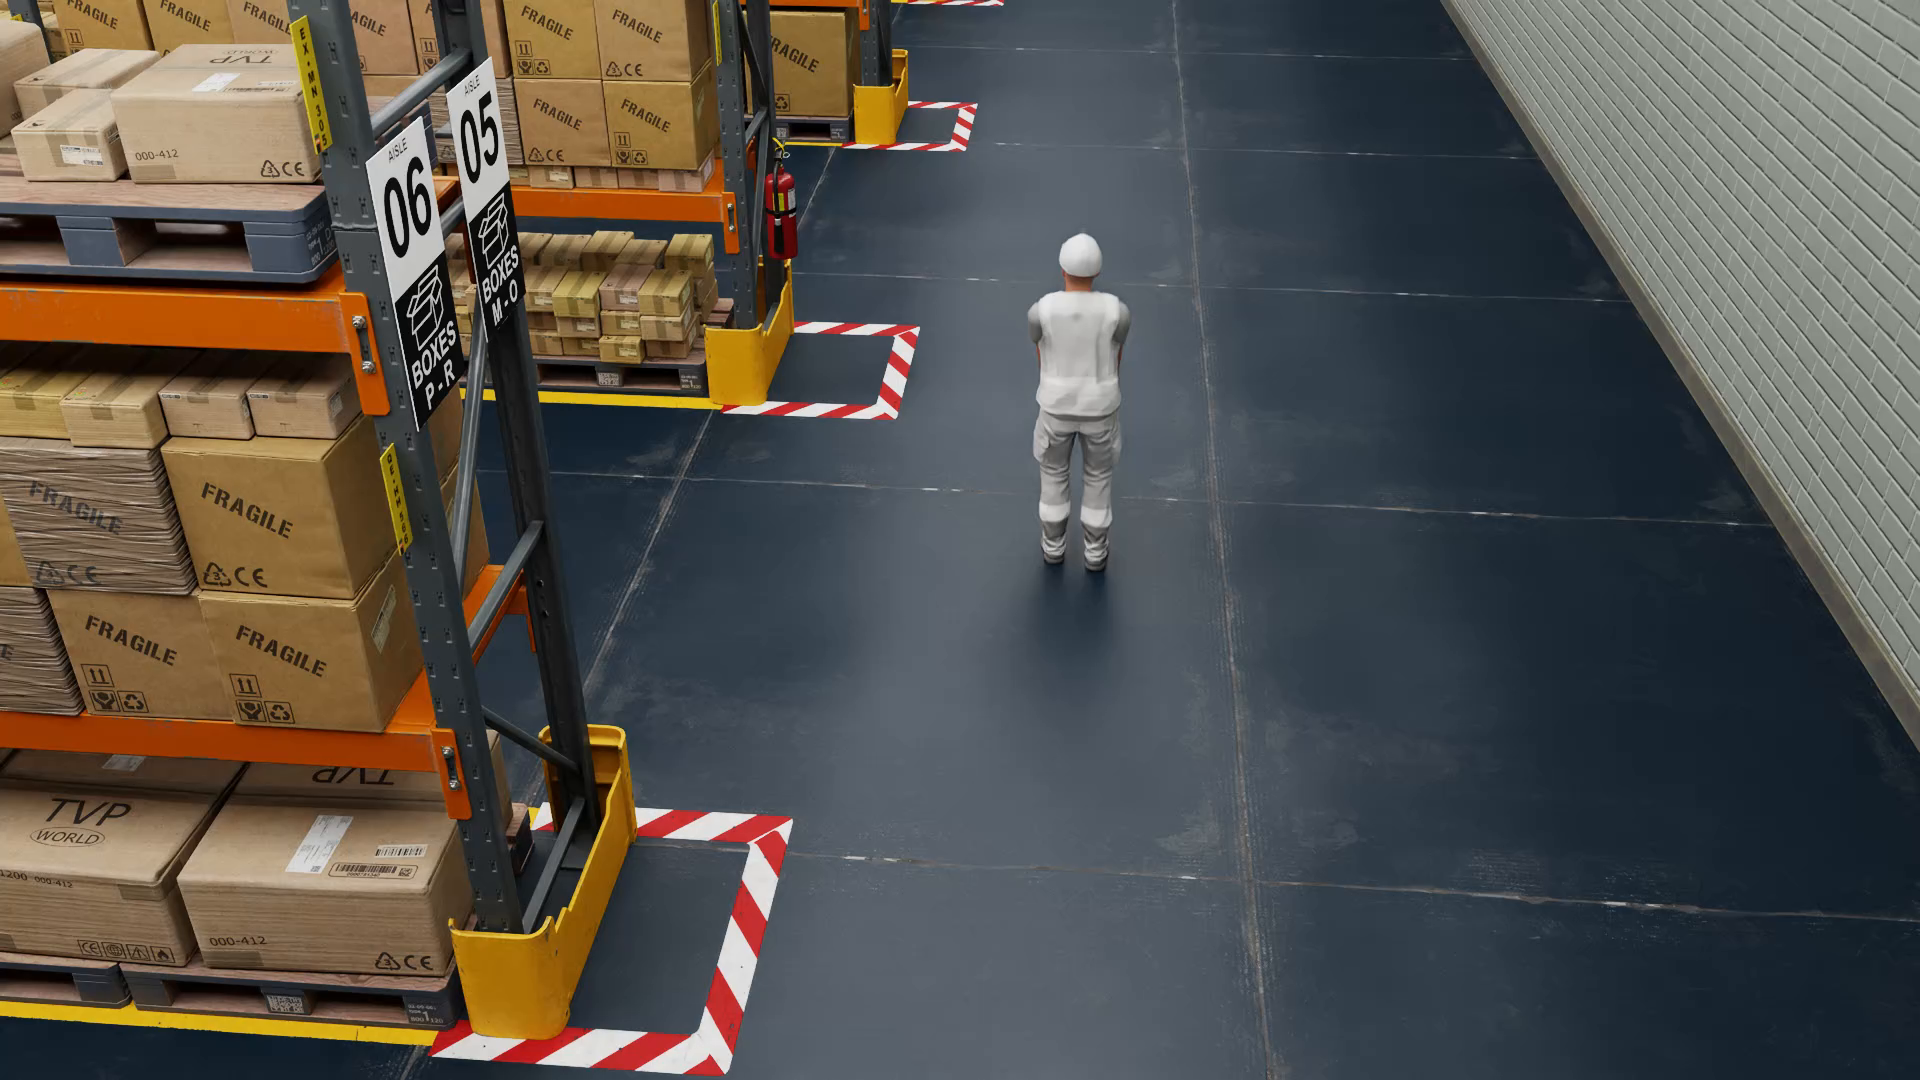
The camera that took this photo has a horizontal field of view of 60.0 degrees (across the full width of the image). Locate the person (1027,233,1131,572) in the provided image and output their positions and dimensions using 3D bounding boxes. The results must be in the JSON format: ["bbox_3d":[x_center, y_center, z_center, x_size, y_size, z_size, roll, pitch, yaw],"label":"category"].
[{"bbox_3d":[0.576,-0.707,8.259,0.495,1.787,0.553,2,32,4],"label":"person"}]
